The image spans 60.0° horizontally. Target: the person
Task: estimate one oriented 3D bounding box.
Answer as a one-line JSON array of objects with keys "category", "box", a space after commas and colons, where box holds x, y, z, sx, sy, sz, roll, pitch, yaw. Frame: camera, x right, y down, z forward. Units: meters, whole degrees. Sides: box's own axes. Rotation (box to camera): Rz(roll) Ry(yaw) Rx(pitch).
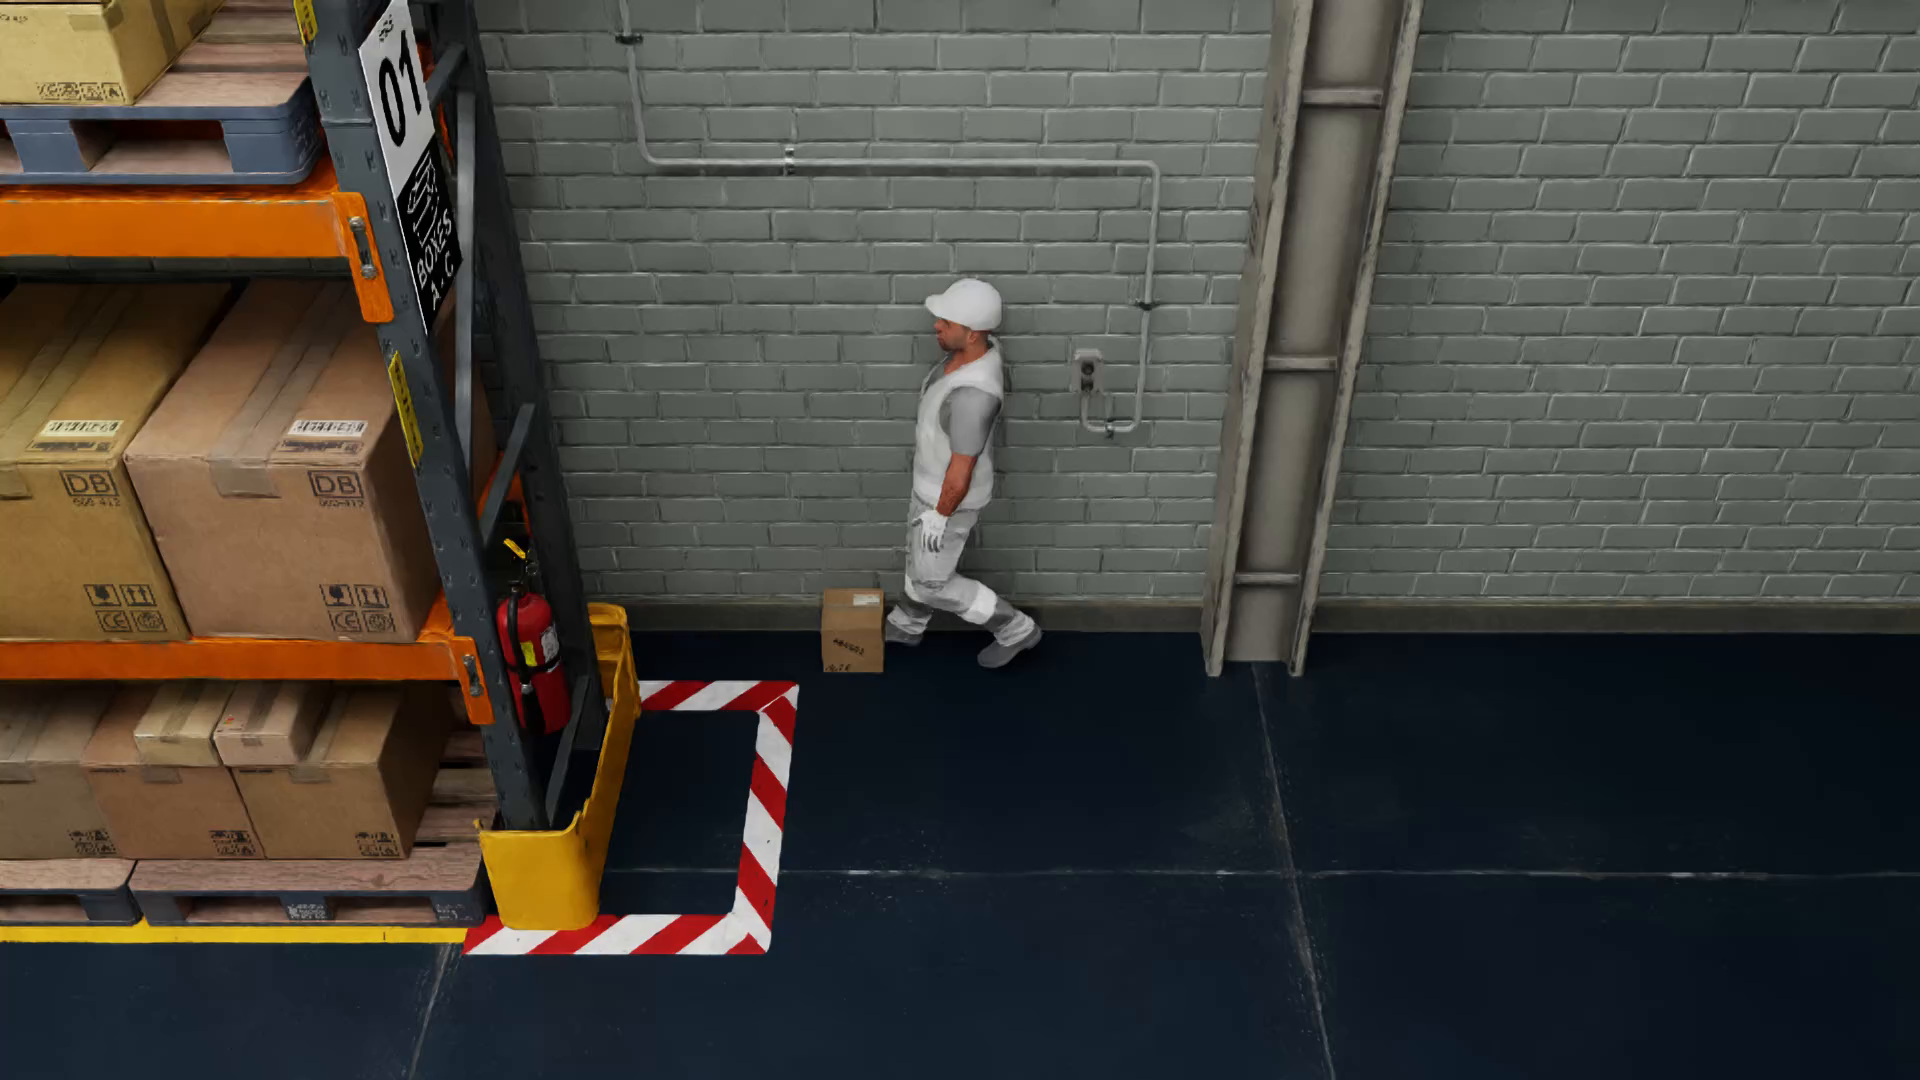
[{"category": "person", "box": [-0.060, -0.213, 6.398, 0.791, 1.779, 0.555, 0, 39, 0]}]
